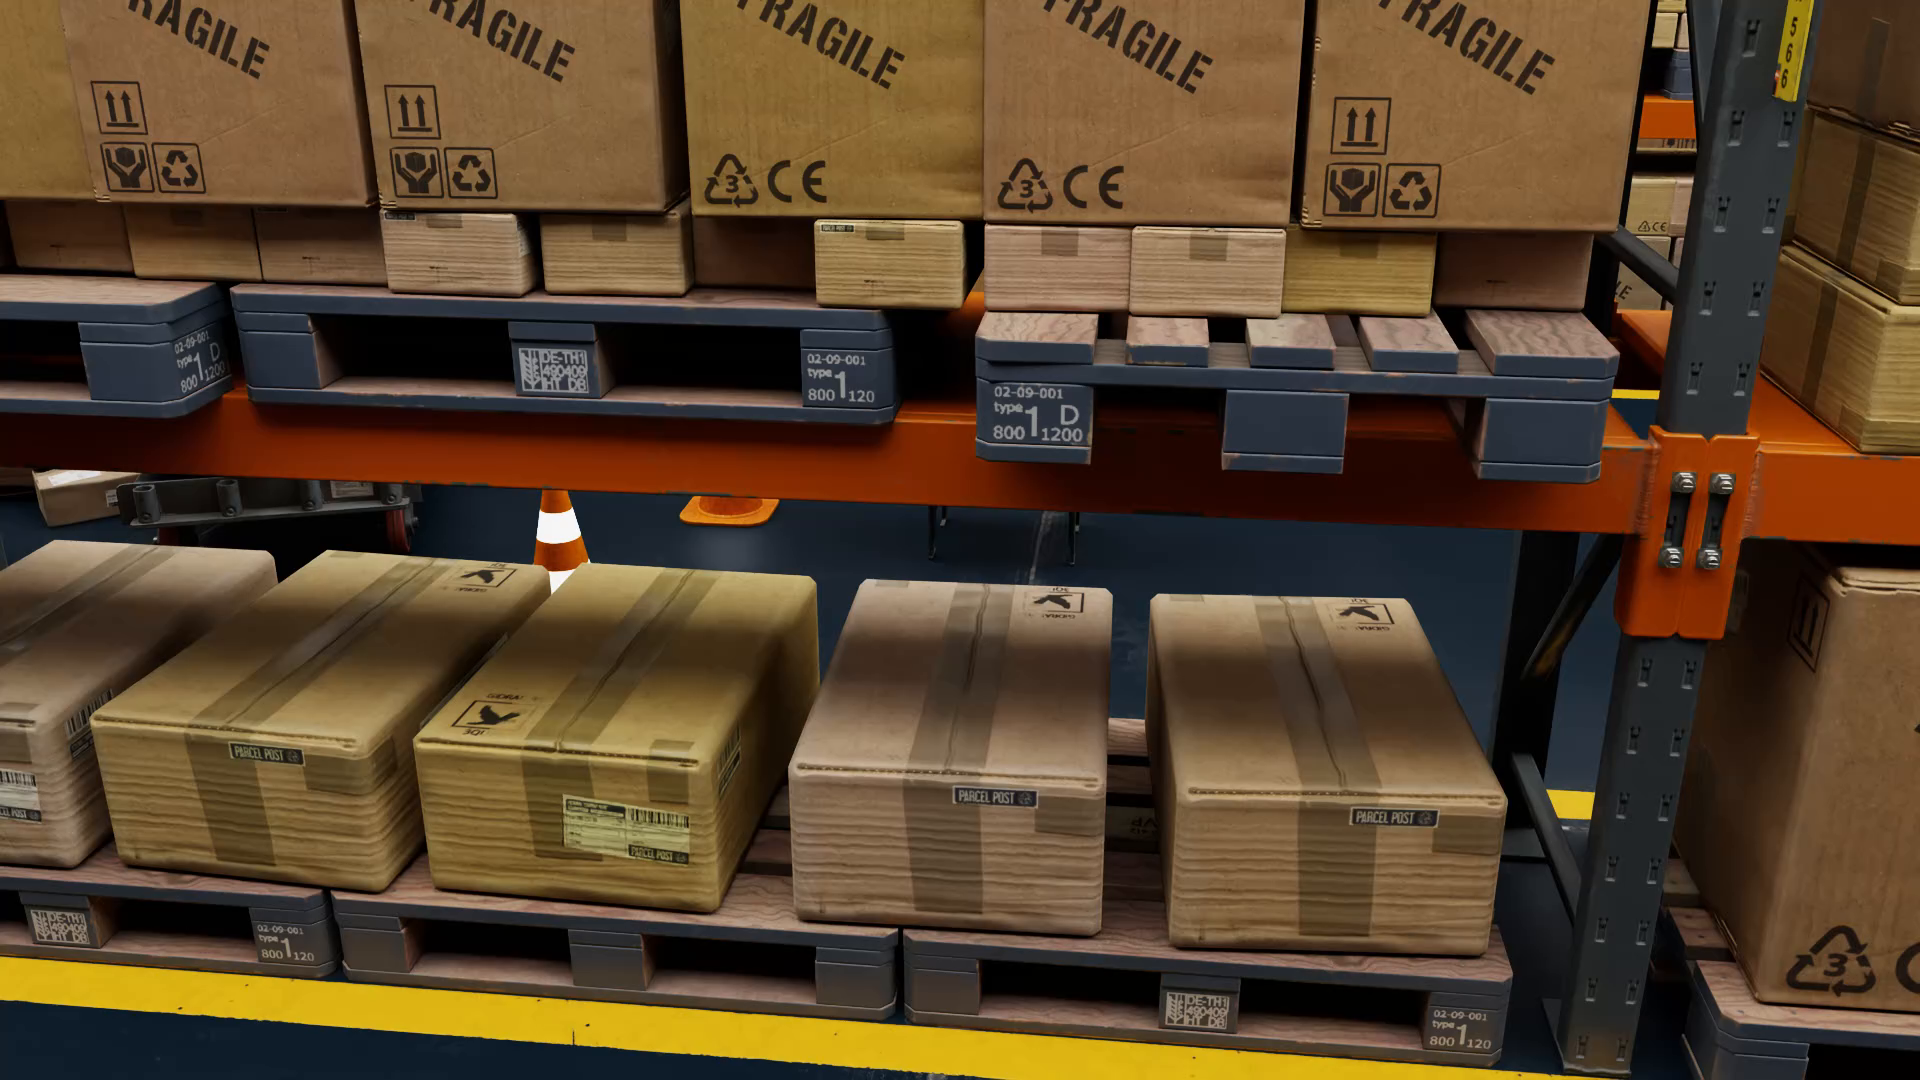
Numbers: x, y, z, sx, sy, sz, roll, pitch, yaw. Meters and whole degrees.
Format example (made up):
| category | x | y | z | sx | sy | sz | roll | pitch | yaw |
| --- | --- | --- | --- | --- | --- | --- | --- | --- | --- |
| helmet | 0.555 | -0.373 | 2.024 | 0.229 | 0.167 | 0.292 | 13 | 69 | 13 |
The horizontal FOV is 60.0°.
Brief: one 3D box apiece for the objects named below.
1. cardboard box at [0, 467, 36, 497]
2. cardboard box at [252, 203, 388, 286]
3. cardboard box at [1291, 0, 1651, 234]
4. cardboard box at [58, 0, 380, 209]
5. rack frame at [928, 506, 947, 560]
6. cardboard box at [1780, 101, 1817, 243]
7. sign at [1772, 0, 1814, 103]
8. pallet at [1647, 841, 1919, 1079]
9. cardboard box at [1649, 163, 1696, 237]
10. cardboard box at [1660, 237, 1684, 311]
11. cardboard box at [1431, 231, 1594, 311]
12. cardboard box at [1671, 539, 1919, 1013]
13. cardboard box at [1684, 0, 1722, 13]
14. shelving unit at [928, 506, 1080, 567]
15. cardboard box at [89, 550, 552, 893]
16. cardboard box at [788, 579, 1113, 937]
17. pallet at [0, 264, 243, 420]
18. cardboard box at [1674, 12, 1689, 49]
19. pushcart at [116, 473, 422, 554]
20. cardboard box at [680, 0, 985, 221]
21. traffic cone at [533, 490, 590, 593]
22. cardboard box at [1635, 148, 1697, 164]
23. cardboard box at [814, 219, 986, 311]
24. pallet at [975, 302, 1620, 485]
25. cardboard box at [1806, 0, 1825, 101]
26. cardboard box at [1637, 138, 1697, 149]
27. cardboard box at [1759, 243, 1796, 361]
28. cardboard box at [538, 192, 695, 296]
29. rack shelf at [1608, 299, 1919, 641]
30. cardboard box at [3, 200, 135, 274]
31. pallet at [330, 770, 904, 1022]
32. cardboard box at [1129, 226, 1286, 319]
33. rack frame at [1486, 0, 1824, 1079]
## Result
| category | x | y | z | sx | sy | sz | roll | pitch | yaw |
| --- | --- | --- | --- | --- | --- | --- | --- | --- | --- |
| cardboard box | -3.661 | -0.581 | 6.541 | 0.503 | 0.637 | 0.797 | 2 | 22 | 6 |
| cardboard box | -1.116 | -0.598 | 3.143 | 0.250 | 0.149 | 0.380 | 3 | 22 | 7 |
| cardboard box | 0.827 | -0.820 | 2.823 | 0.500 | 0.500 | 0.500 | 2 | 22 | 5 |
| cardboard box | -1.242 | -0.902 | 3.030 | 0.500 | 0.500 | 0.500 | 2 | 22 | 6 |
| rack frame | -0.078 | -0.980 | 5.562 | 0.015 | 2.100 | 0.400 | 2 | 22 | 6 |
| cardboard box | 1.822 | -0.756 | 3.297 | 0.500 | 0.250 | 0.500 | 2 | 22 | 6 |
| sign | 1.257 | -0.825 | 2.480 | 0.005 | 0.325 | 0.100 | 2 | 22 | 6 |
| pallet | 2.085 | 0.836 | 3.537 | 1.213 | 0.211 | 1.003 | 2 | 22 | 6 |
| cardboard box | 3.443 | -1.549 | 7.587 | 0.500 | 0.250 | 0.500 | 3 | 22 | 7 |
| cardboard box | 3.476 | -1.202 | 7.728 | 0.500 | 0.500 | 0.500 | 2 | 22 | 5 |
| cardboard box | 0.958 | -0.529 | 2.968 | 0.250 | 0.149 | 0.380 | 3 | 22 | 8 |
| cardboard box | 1.987 | 0.331 | 3.341 | 0.875 | 0.875 | 0.875 | 2 | 22 | 6 |
| cardboard box | 3.282 | -2.413 | 7.329 | 0.250 | 0.149 | 0.380 | 3 | 22 | 6 |
| shelving unit | 0.164 | -0.969 | 5.536 | 0.503 | 2.100 | 0.431 | 2 | 22 | 6 |
| cardboard box | -1.426 | 0.383 | 3.893 | 0.625 | 0.372 | 0.950 | 4 | 22 | 10 |
| cardboard box | 0.017 | 0.448 | 3.730 | 0.625 | 0.372 | 0.950 | 2 | 22 | 5 |
| pallet | -1.919 | -0.520 | 3.435 | 1.213 | 0.211 | 1.003 | 2 | 22 | 6 |
| cardboard box | 3.281 | -2.274 | 7.383 | 0.250 | 0.149 | 0.380 | 3 | 22 | 8 |
| pushcart | -2.442 | -0.310 | 6.211 | 0.936 | 0.377 | 1.648 | -5 | 22 | -12 |
| cardboard box | -0.189 | -0.860 | 2.923 | 0.500 | 0.500 | 0.500 | 1 | 22 | 3 |
| traffic cone | -1.265 | 0.027 | 5.241 | 0.334 | 0.463 | 0.336 | 2 | 22 | 6 |
| cardboard box | 3.509 | -1.736 | 8.059 | 0.500 | 0.250 | 0.500 | 3 | 22 | 8 |
| cardboard box | -0.096 | -0.529 | 2.969 | 0.250 | 0.149 | 0.380 | 3 | 22 | 7 |
| pallet | 0.591 | -0.425 | 3.195 | 1.003 | 0.211 | 1.213 | 2 | 22 | 6 |
| cardboard box | 1.855 | -1.107 | 3.163 | 0.500 | 0.500 | 0.500 | 2 | 22 | 5 |
| cardboard box | 4.924 | -3.233 | 12.356 | 0.875 | 0.875 | 1.225 | 2 | 22 | 4 |
| cardboard box | 1.844 | -0.525 | 3.392 | 0.500 | 0.250 | 0.500 | 2 | 22 | 4 |
| cardboard box | -0.590 | -0.567 | 3.064 | 0.250 | 0.149 | 0.380 | 2 | 22 | 5 |
| rack shelf | 3.297 | -0.101 | 3.094 | 4.000 | 0.370 | 1.077 | 2 | 22 | 6 |
| cardboard box | -1.612 | -0.636 | 3.239 | 0.250 | 0.149 | 0.380 | 4 | 22 | 10 |
| pallet | -0.673 | 0.687 | 3.916 | 1.213 | 0.211 | 1.003 | 2 | 22 | 6 |
| cardboard box | 0.428 | -0.508 | 2.916 | 0.250 | 0.149 | 0.380 | 2 | 22 | 6 |
| rack frame | 1.311 | -0.522 | 3.180 | 0.127 | 3.000 | 1.000 | 2 | 22 | 6 |
